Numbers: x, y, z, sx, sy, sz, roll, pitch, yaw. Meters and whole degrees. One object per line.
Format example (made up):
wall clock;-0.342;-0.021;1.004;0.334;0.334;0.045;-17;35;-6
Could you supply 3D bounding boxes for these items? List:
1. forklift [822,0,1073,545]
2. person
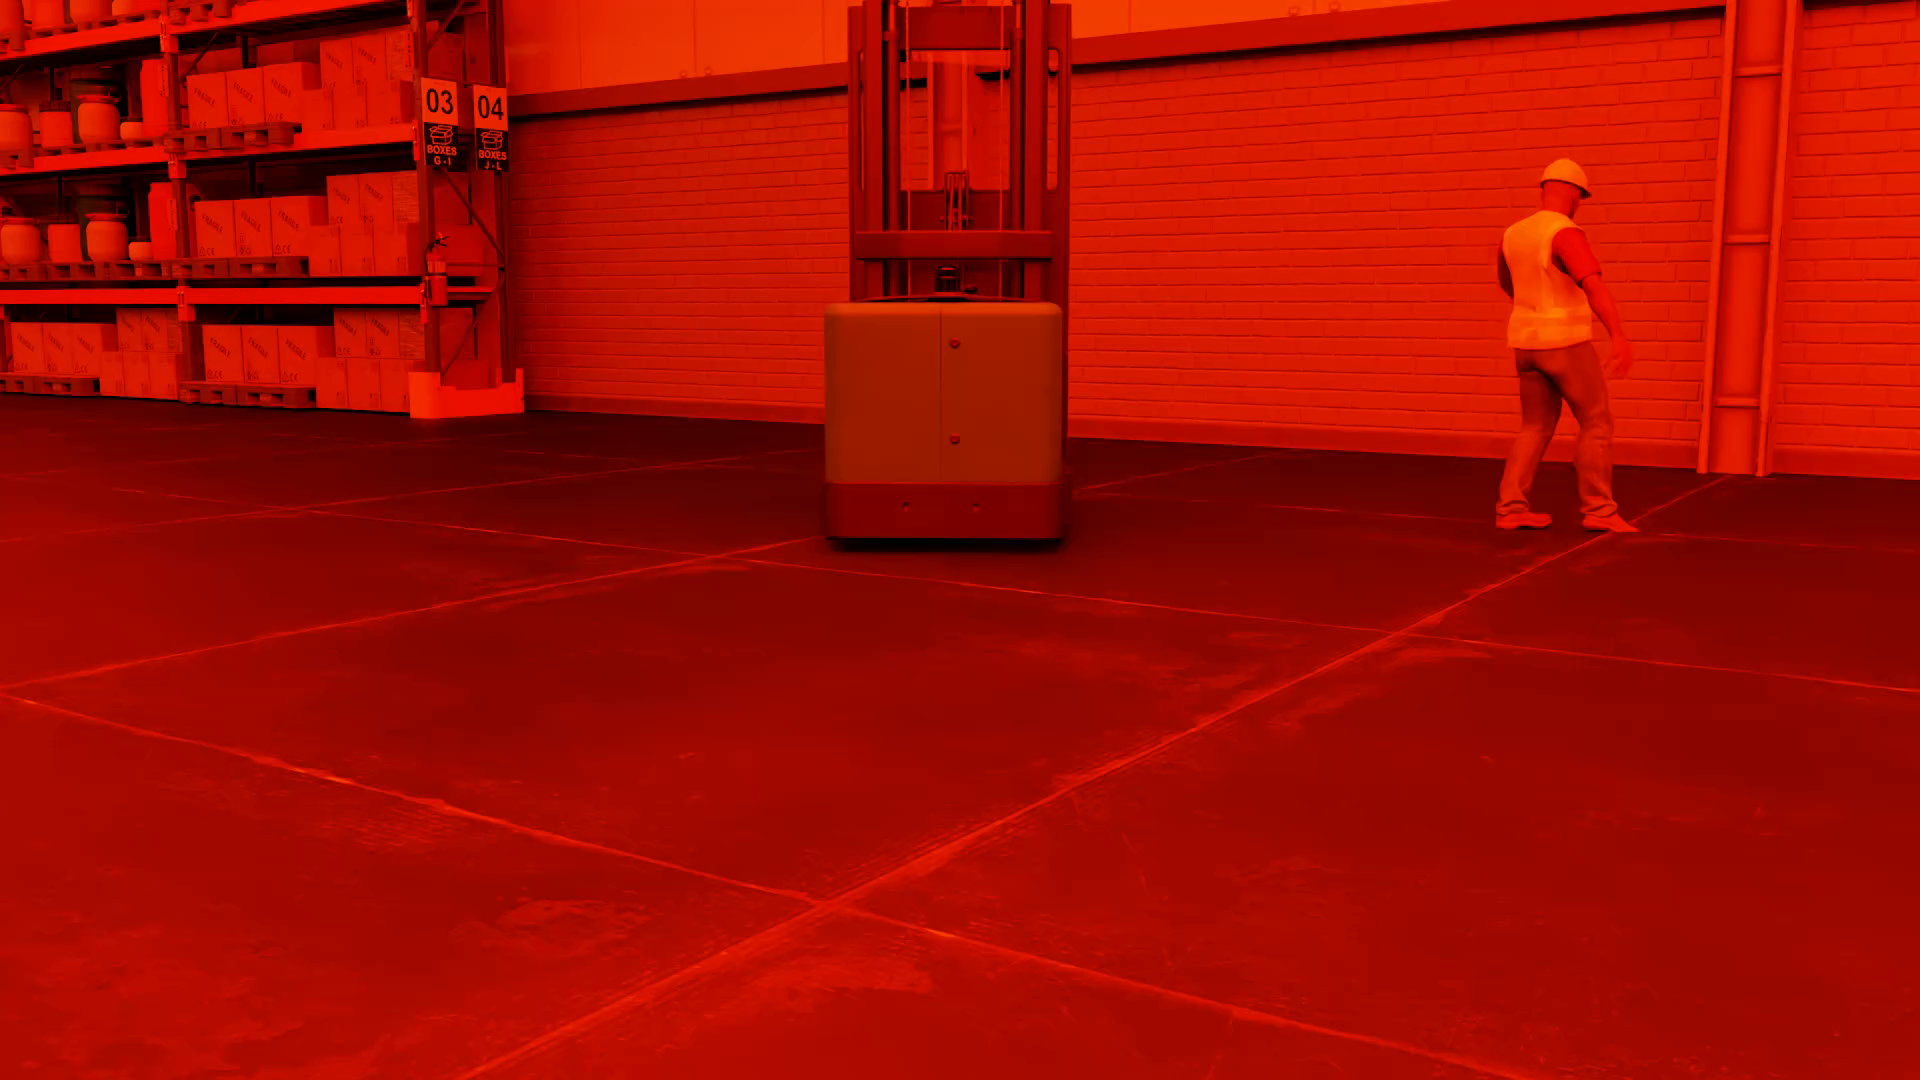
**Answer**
forklift;0.014;-1.600;8.442;1.130;2.935;3.031;1;8;4
person;2.904;-0.894;7.857;0.658;1.780;1.048;-2;8;-16
